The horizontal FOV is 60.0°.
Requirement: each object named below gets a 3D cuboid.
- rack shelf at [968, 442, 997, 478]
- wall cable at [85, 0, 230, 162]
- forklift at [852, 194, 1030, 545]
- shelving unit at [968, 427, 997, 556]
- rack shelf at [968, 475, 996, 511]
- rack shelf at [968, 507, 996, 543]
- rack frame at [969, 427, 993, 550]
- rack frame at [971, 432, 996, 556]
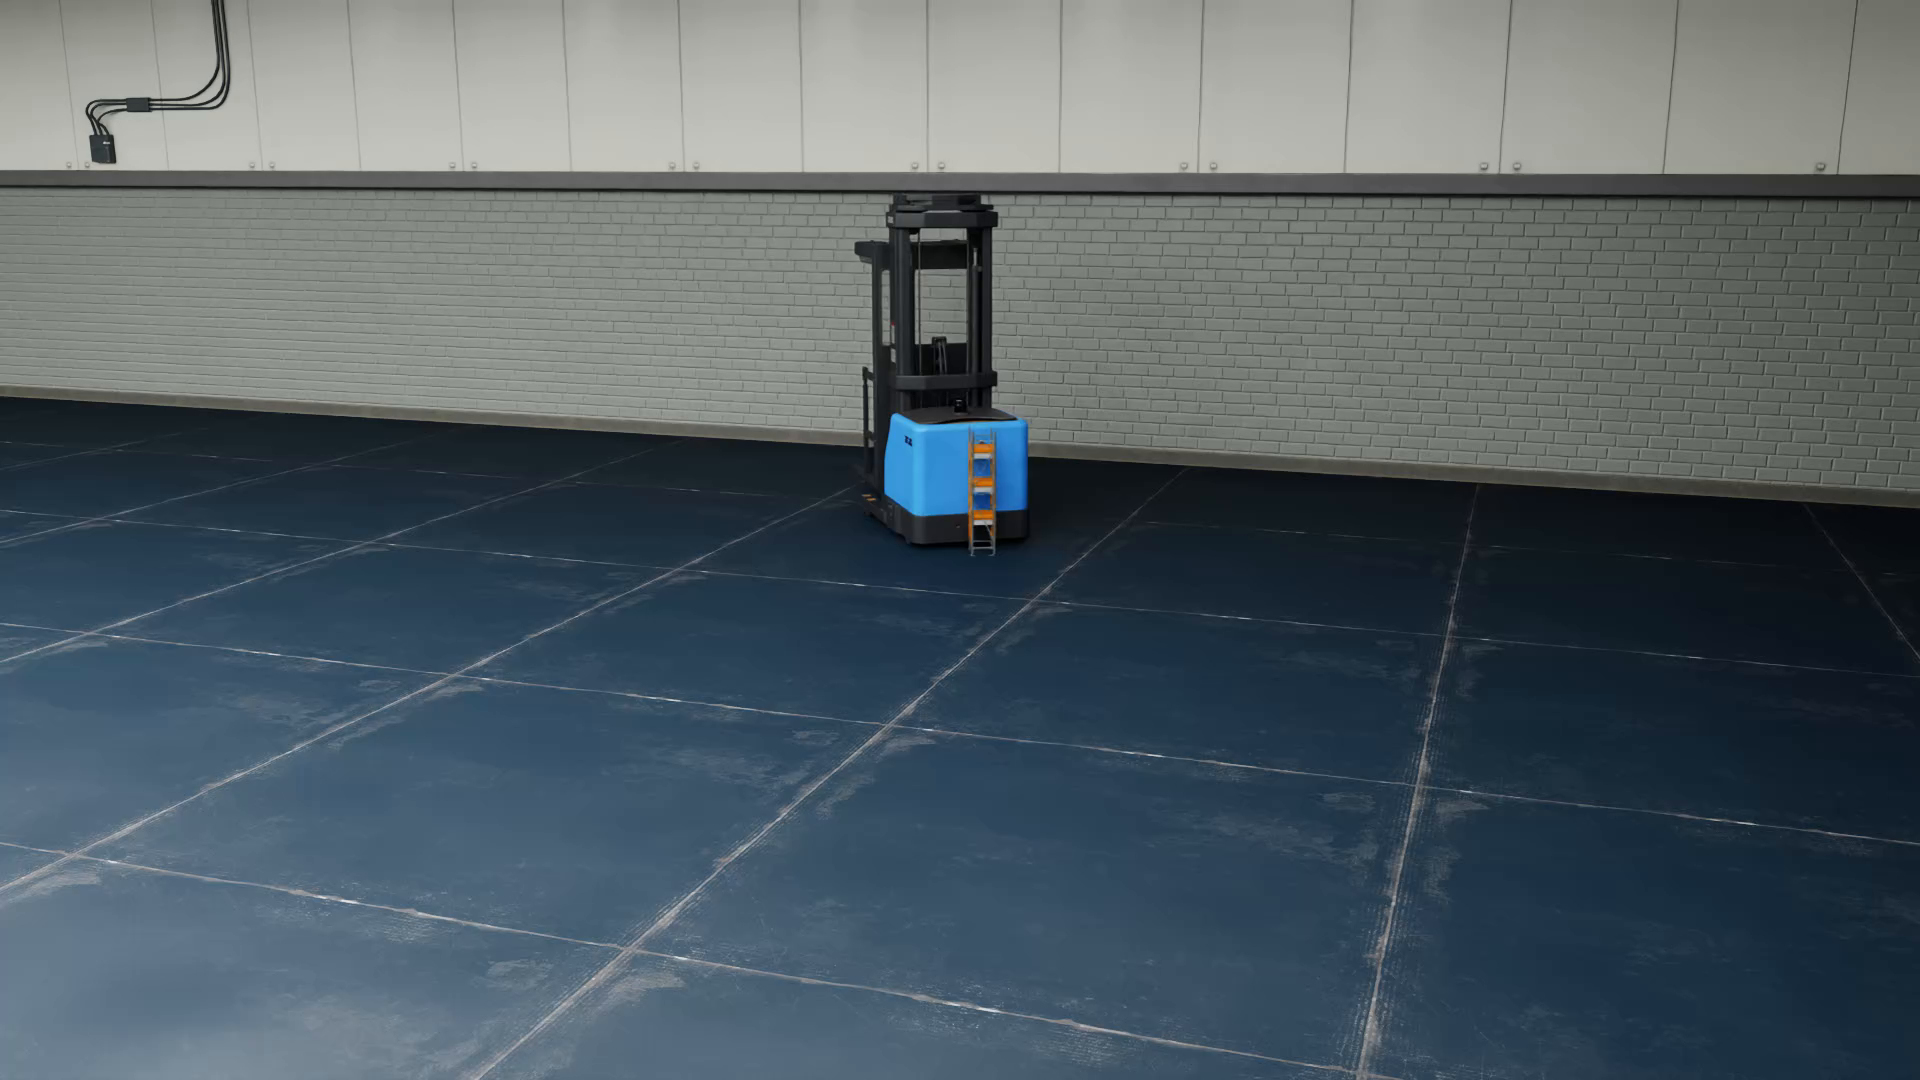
[{"bbox_3d":[0.184,-0.670,13.838,0.215,0.259,0.240,-1,13,-5],"label":"rack shelf"},{"bbox_3d":[-10.307,-7.813,20.855,2.305,6.003,0.169,4,14,18],"label":"wall cable"},{"bbox_3d":[-0.324,-1.674,15.235,1.130,2.935,3.031,-4,13,-17],"label":"forklift"},{"bbox_3d":[0.184,-0.404,13.898,0.215,1.050,0.252,-1,13,-5],"label":"shelving unit"},{"bbox_3d":[0.184,-0.394,13.901,0.215,0.259,0.240,-1,13,-5],"label":"rack shelf"},{"bbox_3d":[0.184,-0.123,13.963,0.215,0.259,0.240,-1,13,-5],"label":"rack shelf"},{"bbox_3d":[0.174,-0.431,14.017,0.200,1.050,0.008,-1,13,-5],"label":"rack frame"},{"bbox_3d":[0.195,-0.377,13.780,0.200,1.050,0.008,-1,13,-5],"label":"rack frame"}]
